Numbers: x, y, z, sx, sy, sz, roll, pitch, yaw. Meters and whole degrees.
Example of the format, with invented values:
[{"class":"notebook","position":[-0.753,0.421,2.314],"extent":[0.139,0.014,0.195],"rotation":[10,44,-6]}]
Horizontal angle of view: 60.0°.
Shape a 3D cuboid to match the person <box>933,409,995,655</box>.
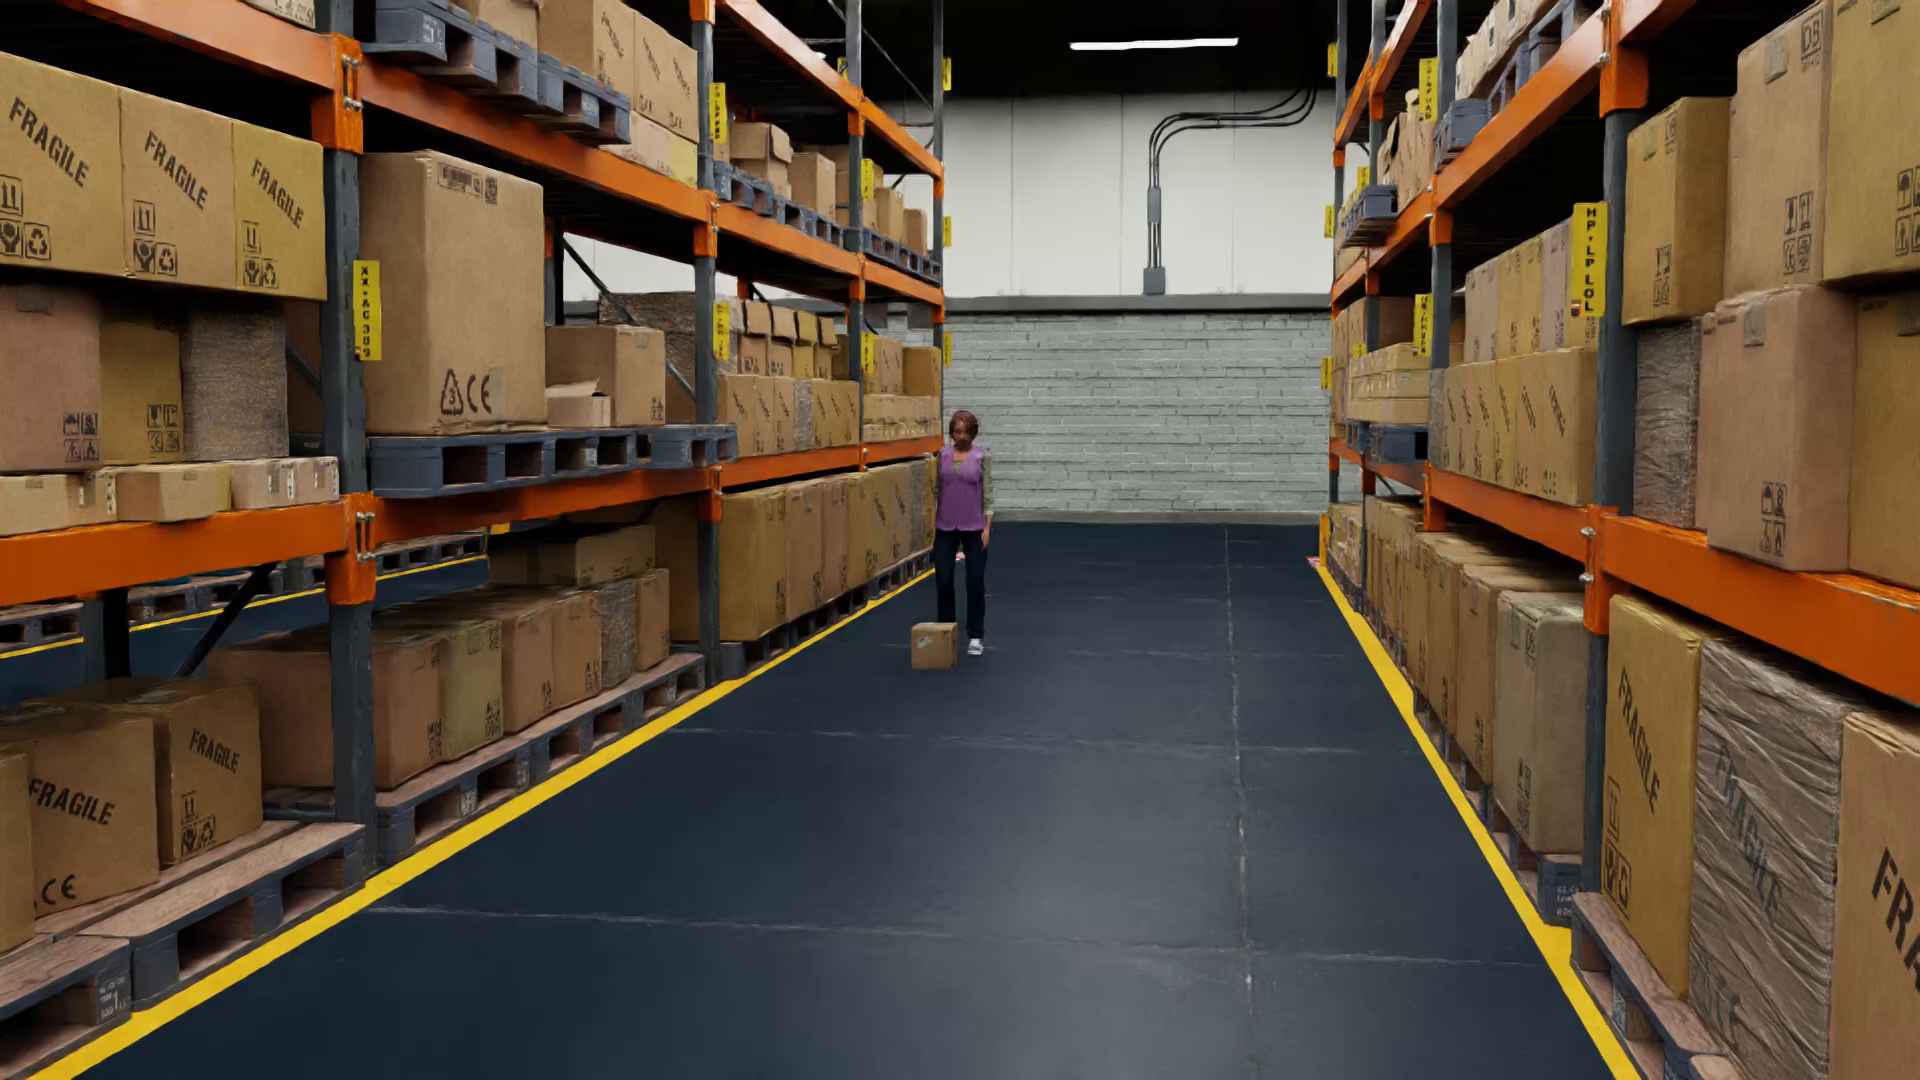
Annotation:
[{"class":"person","position":[0.025,-0.050,10.825],"extent":[0.407,1.586,0.299],"rotation":[1,5,12]}]
